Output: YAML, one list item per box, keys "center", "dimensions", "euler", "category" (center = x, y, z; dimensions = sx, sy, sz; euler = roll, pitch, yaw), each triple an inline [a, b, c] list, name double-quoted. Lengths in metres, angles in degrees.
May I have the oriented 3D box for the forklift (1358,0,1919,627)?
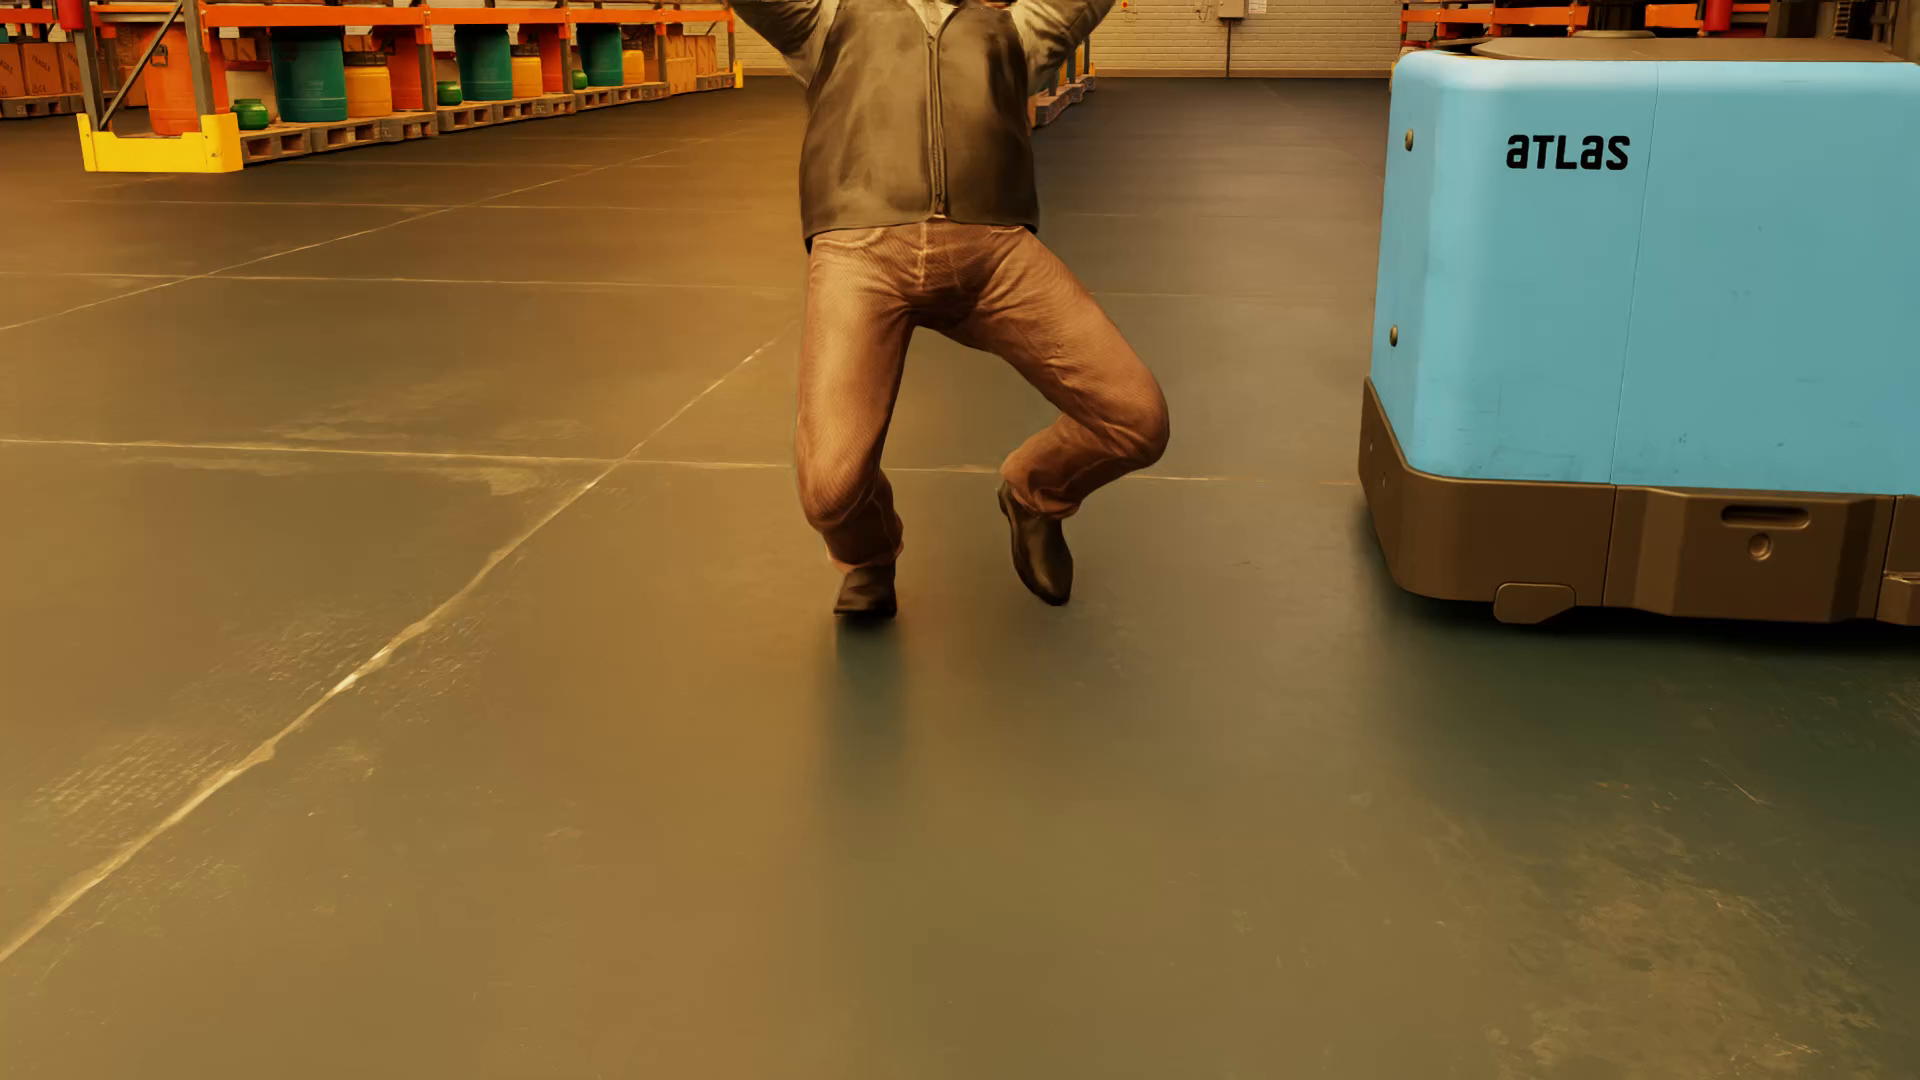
- center: [2.425, -1.307, 3.098]
  dimensions: [3.031, 2.935, 1.130]
  euler: [2, 18, 8]
  category: "forklift"

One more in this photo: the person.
- center: [-0.087, -0.628, 3.136]
  dimensions: [0.967, 1.612, 0.715]
  euler: [-4, 18, -14]
  category: "person"
